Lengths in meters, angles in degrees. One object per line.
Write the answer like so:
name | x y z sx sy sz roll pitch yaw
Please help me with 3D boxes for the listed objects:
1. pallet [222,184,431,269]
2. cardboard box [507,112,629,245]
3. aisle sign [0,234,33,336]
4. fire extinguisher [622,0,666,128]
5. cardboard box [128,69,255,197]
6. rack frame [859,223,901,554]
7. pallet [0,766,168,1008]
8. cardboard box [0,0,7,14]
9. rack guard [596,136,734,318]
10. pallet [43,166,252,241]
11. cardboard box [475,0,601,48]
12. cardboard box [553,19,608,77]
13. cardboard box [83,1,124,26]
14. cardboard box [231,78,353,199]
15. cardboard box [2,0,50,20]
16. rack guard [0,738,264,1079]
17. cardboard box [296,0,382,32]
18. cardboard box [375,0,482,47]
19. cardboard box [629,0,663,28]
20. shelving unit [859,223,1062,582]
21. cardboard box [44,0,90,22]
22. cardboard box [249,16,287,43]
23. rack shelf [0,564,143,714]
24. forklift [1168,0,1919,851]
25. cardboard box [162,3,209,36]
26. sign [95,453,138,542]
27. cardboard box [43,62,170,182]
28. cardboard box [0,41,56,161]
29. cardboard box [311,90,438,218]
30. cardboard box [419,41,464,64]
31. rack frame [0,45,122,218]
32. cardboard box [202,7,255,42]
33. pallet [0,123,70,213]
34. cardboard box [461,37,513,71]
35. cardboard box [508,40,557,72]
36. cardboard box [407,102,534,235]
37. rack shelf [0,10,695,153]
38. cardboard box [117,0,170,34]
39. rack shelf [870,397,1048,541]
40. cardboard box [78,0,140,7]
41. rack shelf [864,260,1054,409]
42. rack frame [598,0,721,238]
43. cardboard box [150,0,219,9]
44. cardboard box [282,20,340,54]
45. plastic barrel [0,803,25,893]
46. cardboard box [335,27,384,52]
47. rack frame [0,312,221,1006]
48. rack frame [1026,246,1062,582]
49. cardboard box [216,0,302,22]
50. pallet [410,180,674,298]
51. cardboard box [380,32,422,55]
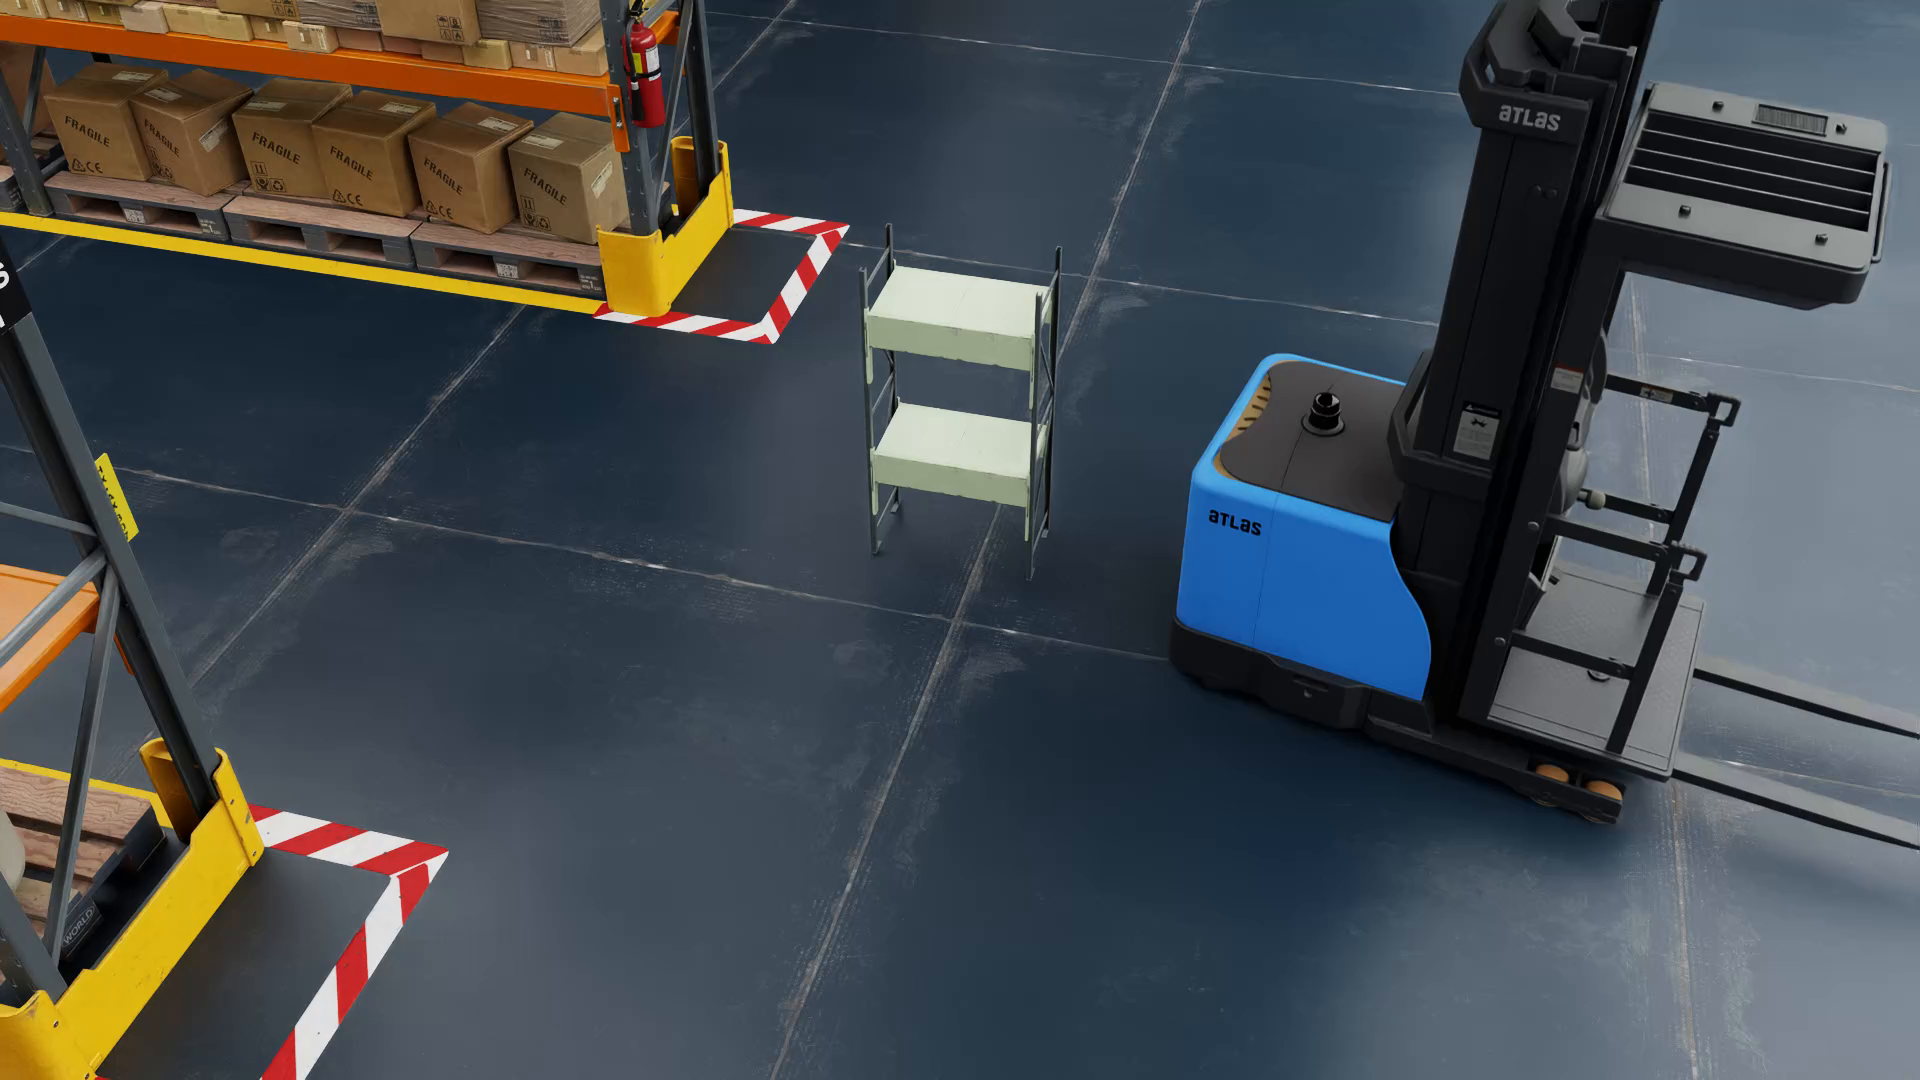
pallet | -3.615 -2.058 10.036 1.213 0.211 1.003 10 41 11
cardboard box | -2.190 -2.069 9.499 0.500 0.500 0.500 17 43 19
aisle sign | -2.727 -0.840 4.396 0.004 0.787 0.394 10 41 11
fire extinguisher | -1.600 -2.417 8.355 0.183 0.674 0.296 10 41 11
cardboard box | -4.524 -2.438 9.938 0.500 0.500 0.500 23 45 25
rack frame | -0.347 -0.634 7.339 0.023 1.500 0.400 10 41 11
pallet | -3.741 1.272 6.072 1.213 0.211 1.003 10 41 11
cardboard box | -5.326 -3.098 9.301 0.250 0.149 0.380 10 41 11
rack guard | -1.665 -1.807 9.513 0.348 0.500 1.175 10 41 11
pallet | -4.798 -2.259 10.276 1.213 0.211 1.003 10 41 11
cardboard box | -2.116 -3.012 8.695 0.500 0.500 0.875 10 41 11
cardboard box | -1.920 -2.575 8.678 0.250 0.149 0.380 10 41 11
cardboard box | -4.595 -2.988 9.171 0.250 0.149 0.380 10 41 11
cardboard box | -3.904 -2.384 9.873 0.500 0.500 0.500 6 40 8
cardboard box | -5.088 -3.048 9.242 0.250 0.149 0.380 10 41 11
rack guard | -2.957 1.299 5.814 0.348 0.500 1.175 10 41 11
cardboard box | -3.102 -3.131 8.836 0.500 0.500 0.875 10 41 11
cardboard box | -2.630 -3.021 8.706 0.500 0.500 0.875 10 41 11
cardboard box | -1.805 -2.851 9.008 0.250 0.149 0.380 10 41 11
shelving unit | 0.006 -0.573 7.266 0.755 1.500 0.431 10 41 11
cardboard box | -4.839 -3.024 9.213 0.250 0.149 0.380 10 41 11
cardboard box | -3.620 -2.843 8.999 0.250 0.149 0.380 10 41 11
rack shelf | -4.804 0.268 5.657 4.000 0.370 1.077 10 41 11
forklift | 2.438 -0.418 5.969 3.031 2.935 1.130 17 43 20
cardboard box | -4.112 -2.905 9.072 0.250 0.149 0.380 10 41 11
sign | -2.725 -0.122 5.347 0.005 0.325 0.100 10 41 11
cardboard box | -5.080 -2.529 10.046 0.500 0.500 0.500 9 41 10
cardboard box | -6.043 -2.743 10.286 0.500 0.500 0.700 7 41 8
cardboard box | -3.377 -2.263 9.730 0.500 0.500 0.500 13 42 15
cardboard box | -2.654 -2.677 8.801 0.250 0.149 0.380 10 41 11
rack frame | -5.456 -3.417 9.486 0.127 3.000 1.000 10 41 11
cardboard box | -3.873 -2.857 9.014 0.250 0.149 0.380 10 41 11
pallet | -6.208 -2.477 10.536 1.213 0.211 1.003 10 41 11
cardboard box | -2.416 -2.626 8.740 0.250 0.149 0.380 10 41 11
cardboard box | -2.162 -2.616 8.728 0.250 0.149 0.380 10 41 11
cardboard box | -2.777 -2.148 9.592 0.500 0.500 0.500 20 44 23
rack shelf | -3.524 -2.809 9.321 4.000 0.370 1.077 10 41 11
cardboard box | -4.364 -2.921 9.091 0.250 0.149 0.380 10 41 11
rack shelf | 0.006 -0.324 7.476 0.720 0.370 0.431 10 41 11
cardboard box | -4.563 -3.351 9.098 0.500 0.500 0.875 10 41 11
rack shelf | 0.006 -0.872 7.015 0.720 0.370 0.431 10 41 11
rack frame | -1.592 -2.752 8.694 0.127 3.000 1.000 10 41 11
cardboard box | -4.054 -3.330 9.074 0.500 0.500 0.875 10 41 11
cardboard box | -3.396 -2.759 8.898 0.250 0.149 0.380 10 41 11
plastic barrel | -3.527 1.055 5.769 0.421 0.512 0.421 0 40 0
cardboard box | -3.132 -2.772 8.914 0.250 0.149 0.380 10 41 11
rack frame | -2.872 0.325 5.030 0.127 3.000 1.000 10 41 11
rack frame | 0.360 -0.512 7.194 0.023 1.500 0.400 10 41 11
cardboard box | -3.582 -3.221 8.944 0.500 0.500 0.875 10 41 11
pallet | -2.441 -1.853 9.793 1.213 0.211 1.003 10 41 11
cardboard box | -2.885 -2.745 8.881 0.250 0.149 0.380 10 41 11
